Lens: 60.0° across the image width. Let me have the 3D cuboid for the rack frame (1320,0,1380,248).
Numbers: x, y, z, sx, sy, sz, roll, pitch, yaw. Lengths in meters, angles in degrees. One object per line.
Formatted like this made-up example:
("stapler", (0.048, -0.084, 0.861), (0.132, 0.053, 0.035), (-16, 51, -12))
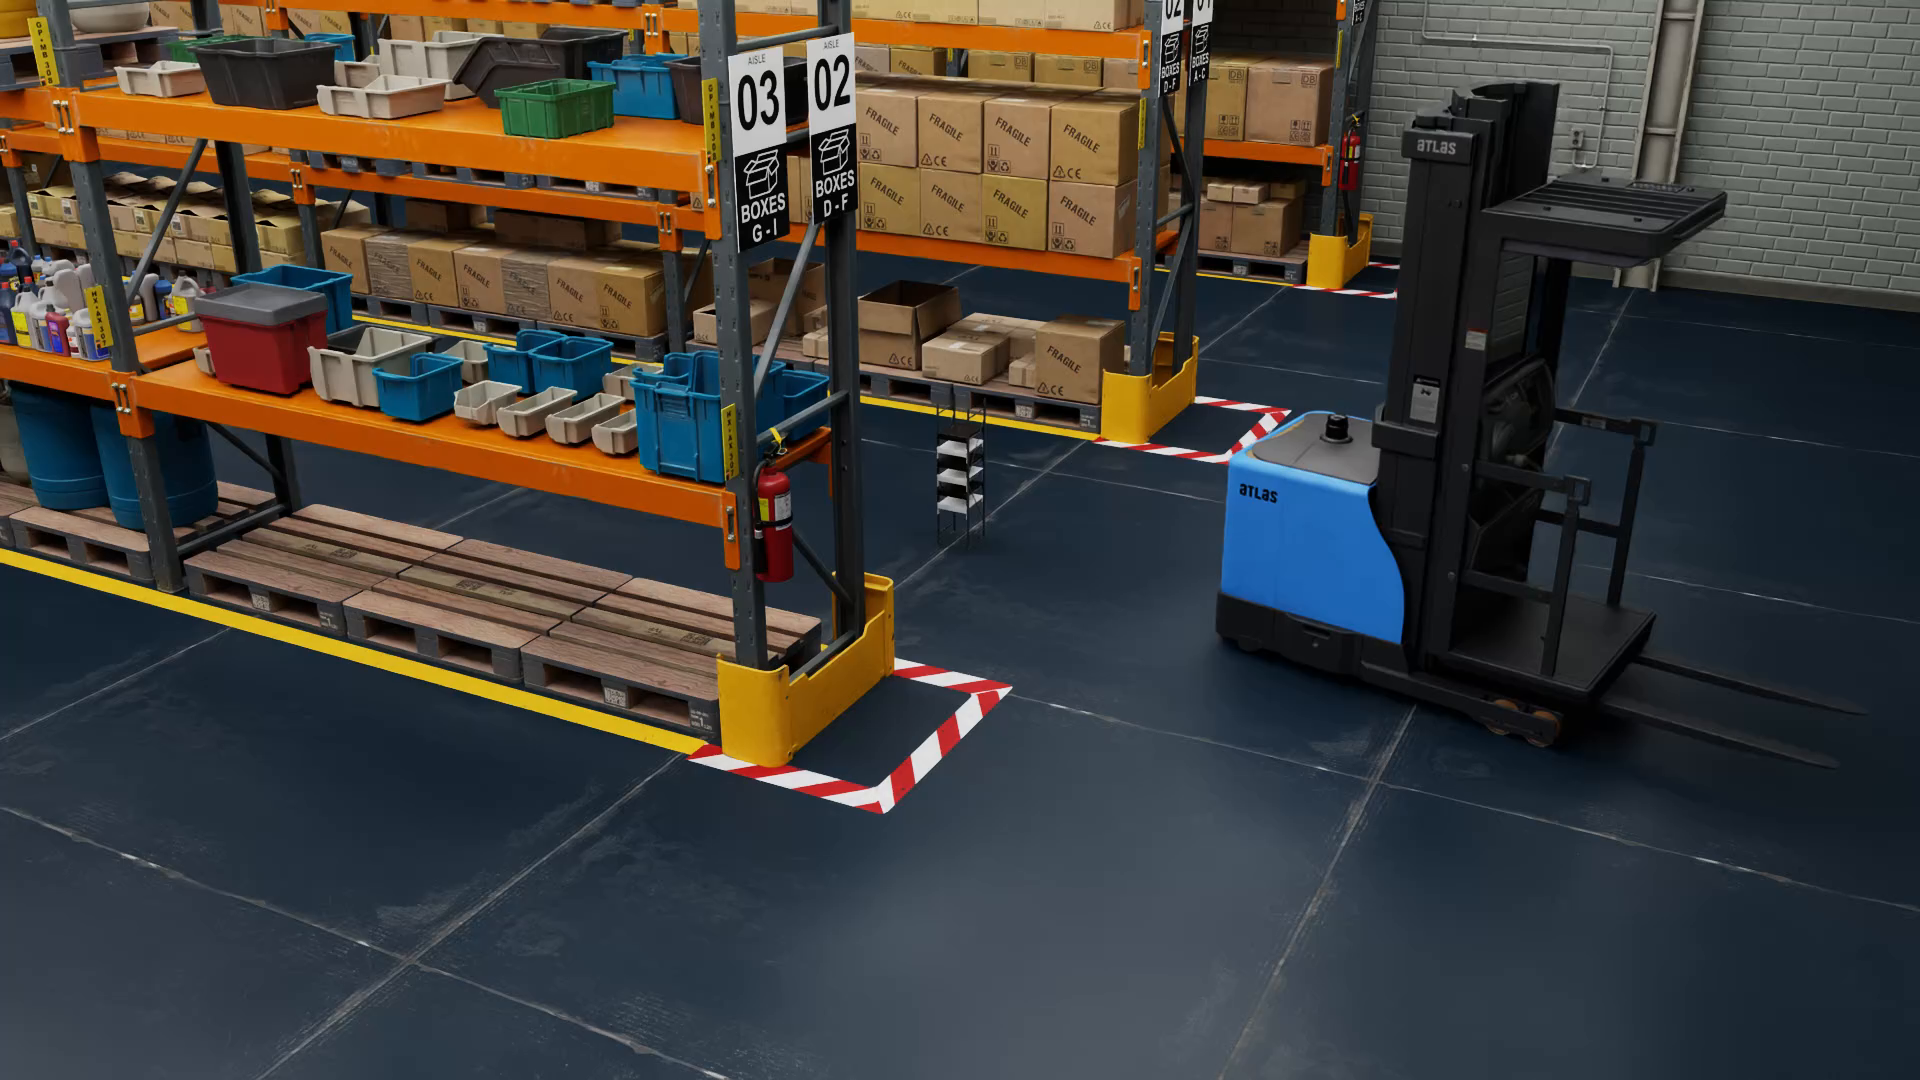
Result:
("rack frame", (3.709, -4.003, 15.829), (0.127, 3.000, 1.000), (11, 25, 25))

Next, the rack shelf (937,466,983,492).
("rack shelf", (0.007, -0.382, 10.084), (0.200, 0.077, 0.258), (11, 25, 25))

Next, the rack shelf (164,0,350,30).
("rack shelf", (-7.447, -5.087, 15.465), (4.000, 0.370, 1.077), (11, 25, 25))

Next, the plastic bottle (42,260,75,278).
("plastic bottle", (-5.606, -1.611, 10.364), (0.135, 0.276, 0.152), (11, 25, 25))

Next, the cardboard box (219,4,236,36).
("cardboard box", (-9.385, -6.740, 21.473), (0.500, 0.500, 0.500), (10, 25, 23))

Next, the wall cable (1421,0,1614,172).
("wall cable", (5.278, -4.574, 15.875), (1.851, 1.984, 0.084), (11, 25, 25))

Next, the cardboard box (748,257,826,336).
("cardboard box", (-1.456, -2.029, 13.820), (0.500, 0.500, 0.500), (11, 25, 25))

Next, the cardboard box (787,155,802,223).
("cardboard box", (-1.303, -2.750, 12.755), (0.500, 0.500, 0.500), (12, 26, 25))

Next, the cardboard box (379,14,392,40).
("cardboard box", (-7.326, -6.563, 21.057), (0.500, 0.500, 0.500), (11, 25, 23))

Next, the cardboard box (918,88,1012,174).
("cardboard box", (0.040, -2.939, 11.923), (0.500, 0.500, 0.500), (12, 26, 26))

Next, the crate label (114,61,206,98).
("crate label", (-4.025, -2.321, 8.378), (0.466, 0.136, 0.293), (11, 25, 25))

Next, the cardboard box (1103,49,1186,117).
("cardboard box", (1.918, -4.490, 16.591), (0.700, 0.700, 0.980), (10, 25, 22))

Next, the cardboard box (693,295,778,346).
("cardboard box", (-1.816, -1.794, 13.508), (0.500, 0.311, 0.500), (11, 25, 25))

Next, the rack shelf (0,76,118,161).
("rack shelf", (-6.116, -2.651, 9.738), (4.000, 0.370, 1.077), (11, 25, 25))

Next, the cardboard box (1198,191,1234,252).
("cardboard box", (2.592, -3.223, 16.652), (0.500, 0.500, 0.700), (11, 25, 24))

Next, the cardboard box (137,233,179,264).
("cardboard box", (-7.611, -2.890, 16.189), (0.500, 0.250, 0.500), (12, 26, 26))

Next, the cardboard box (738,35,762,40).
("cardboard box", (-2.214, -5.601, 18.095), (0.500, 0.250, 0.500), (11, 26, 25))

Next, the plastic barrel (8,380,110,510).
("plastic barrel", (-5.441, -0.704, 10.216), (0.708, 0.901, 0.600), (11, 25, 25))

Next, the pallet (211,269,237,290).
("pallet", (-6.380, -2.560, 16.001), (1.213, 0.211, 1.003), (11, 25, 25))

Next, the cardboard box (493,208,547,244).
("cardboard box", (-3.755, -2.811, 14.700), (0.500, 0.250, 0.500), (11, 25, 24))

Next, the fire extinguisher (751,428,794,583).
("fire extinguisher", (-0.832, -0.150, 7.345), (0.183, 0.674, 0.296), (11, 25, 25))

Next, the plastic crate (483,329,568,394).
("plastic crate", (-2.276, -0.937, 8.758), (0.300, 0.233, 0.416), (11, 25, 25))

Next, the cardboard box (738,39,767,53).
("cardboard box", (-2.207, -5.248, 18.225), (0.500, 0.500, 0.500), (11, 25, 24))

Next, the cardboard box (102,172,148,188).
("cardboard box", (-8.741, -3.605, 17.155), (0.500, 0.311, 0.500), (11, 25, 25))

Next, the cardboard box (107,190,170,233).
("cardboard box", (-8.069, -3.236, 16.286), (0.500, 0.311, 0.500), (10, 25, 23))

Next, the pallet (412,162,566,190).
("pallet", (-3.925, -3.254, 14.315), (1.213, 0.211, 1.003), (11, 25, 25))

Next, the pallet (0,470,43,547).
("pallet", (-6.094, -0.331, 10.760), (1.213, 0.211, 1.003), (11, 25, 25))

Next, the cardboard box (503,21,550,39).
("cardboard box", (-4.977, -5.955, 19.731), (0.500, 0.500, 0.700), (11, 25, 25))

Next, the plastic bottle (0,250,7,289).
("plastic bottle", (-6.071, -1.700, 10.563), (0.133, 0.283, 0.061), (11, 25, 25))

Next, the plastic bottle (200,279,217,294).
("plastic bottle", (-4.466, -1.409, 9.879), (0.133, 0.283, 0.061), (11, 25, 25))

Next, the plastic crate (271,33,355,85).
("plastic crate", (-3.375, -2.503, 8.684), (0.300, 0.233, 0.416), (11, 25, 25))

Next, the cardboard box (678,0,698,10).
("cardboard box", (-1.771, -4.117, 12.457), (0.500, 0.250, 0.500), (11, 25, 25))

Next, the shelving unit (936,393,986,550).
("shelving unit", (0.007, -0.413, 10.071), (0.210, 0.900, 0.258), (11, 25, 25))

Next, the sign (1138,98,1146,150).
("sign", (1.209, -2.760, 11.023), (0.005, 0.325, 0.100), (11, 25, 25))

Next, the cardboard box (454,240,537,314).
("cardboard box", (-4.002, -2.285, 14.423), (0.500, 0.500, 0.500), (10, 25, 23))

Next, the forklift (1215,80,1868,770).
("forklift", (2.852, -0.598, 7.911), (3.031, 2.935, 1.130), (16, 28, 34))

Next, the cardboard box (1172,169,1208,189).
("cardboard box", (2.338, -3.659, 16.849), (0.250, 0.149, 0.380), (12, 26, 25))

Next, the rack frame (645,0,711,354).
("rack frame", (-2.093, -2.978, 13.420), (0.127, 3.000, 1.000), (11, 25, 25))

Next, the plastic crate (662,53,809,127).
("plastic crate", (-0.979, -2.028, 7.520), (0.590, 0.269, 0.497), (11, 25, 25))

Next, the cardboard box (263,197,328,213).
("cardboard box", (-6.470, -3.155, 16.097), (0.500, 0.311, 0.500), (11, 25, 23))

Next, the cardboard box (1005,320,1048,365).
("cardboard box", (0.673, -1.492, 12.878), (0.500, 0.250, 0.500), (11, 25, 25))

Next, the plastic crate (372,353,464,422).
("plastic crate", (-2.710, -0.766, 8.356), (0.300, 0.233, 0.416), (11, 25, 25))

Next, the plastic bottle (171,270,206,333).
("plastic bottle", (-4.535, -1.409, 9.792), (0.185, 0.351, 0.144), (11, 25, 25))

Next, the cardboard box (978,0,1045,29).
("cardboard box", (0.458, -3.674, 11.415), (0.500, 0.250, 0.500), (11, 25, 25))

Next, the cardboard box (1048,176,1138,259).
("cardboard box", (0.954, -2.302, 11.702), (0.500, 0.500, 0.500), (12, 26, 26))

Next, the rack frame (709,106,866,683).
("rack frame", (-0.761, -0.543, 7.693), (0.127, 3.000, 1.000), (11, 25, 25))

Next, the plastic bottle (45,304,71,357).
("plastic bottle", (-5.056, -1.177, 9.333), (0.133, 0.283, 0.061), (11, 25, 25))

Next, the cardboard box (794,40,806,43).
("cardboard box", (-1.756, -5.513, 17.888), (0.500, 0.250, 0.500), (11, 25, 23))

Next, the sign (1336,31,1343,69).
("sign", (3.451, -4.457, 15.116), (0.005, 0.325, 0.100), (11, 25, 25))

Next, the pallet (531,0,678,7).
("pallet", (-2.643, -4.412, 13.198), (1.003, 0.211, 1.213), (11, 25, 25))

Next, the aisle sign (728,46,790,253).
("aisle sign", (-0.829, -1.624, 6.914), (0.004, 0.787, 0.394), (11, 25, 25))

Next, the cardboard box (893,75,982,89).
("cardboard box", (-0.168, -3.218, 12.578), (0.500, 0.500, 0.500), (11, 25, 24))

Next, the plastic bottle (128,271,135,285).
("plastic bottle", (-4.990, -1.499, 10.107), (0.097, 0.271, 0.097), (0, 23, 0))

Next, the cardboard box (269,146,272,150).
("cardboard box", (-6.373, -3.869, 15.629), (0.500, 0.311, 0.500), (11, 25, 24))

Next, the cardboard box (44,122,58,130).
("cardboard box", (-8.773, -4.250, 16.603), (0.500, 0.250, 0.500), (13, 26, 28))

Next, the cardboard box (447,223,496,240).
("cardboard box", (-4.260, -2.562, 15.073), (0.500, 0.500, 0.500), (10, 25, 23))

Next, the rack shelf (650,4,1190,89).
("rack shelf", (-0.308, -3.674, 12.143), (4.000, 0.370, 1.077), (11, 25, 25))

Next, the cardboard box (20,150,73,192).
("cardboard box", (-9.505, -3.855, 17.501), (0.500, 0.500, 0.500), (11, 25, 25))
